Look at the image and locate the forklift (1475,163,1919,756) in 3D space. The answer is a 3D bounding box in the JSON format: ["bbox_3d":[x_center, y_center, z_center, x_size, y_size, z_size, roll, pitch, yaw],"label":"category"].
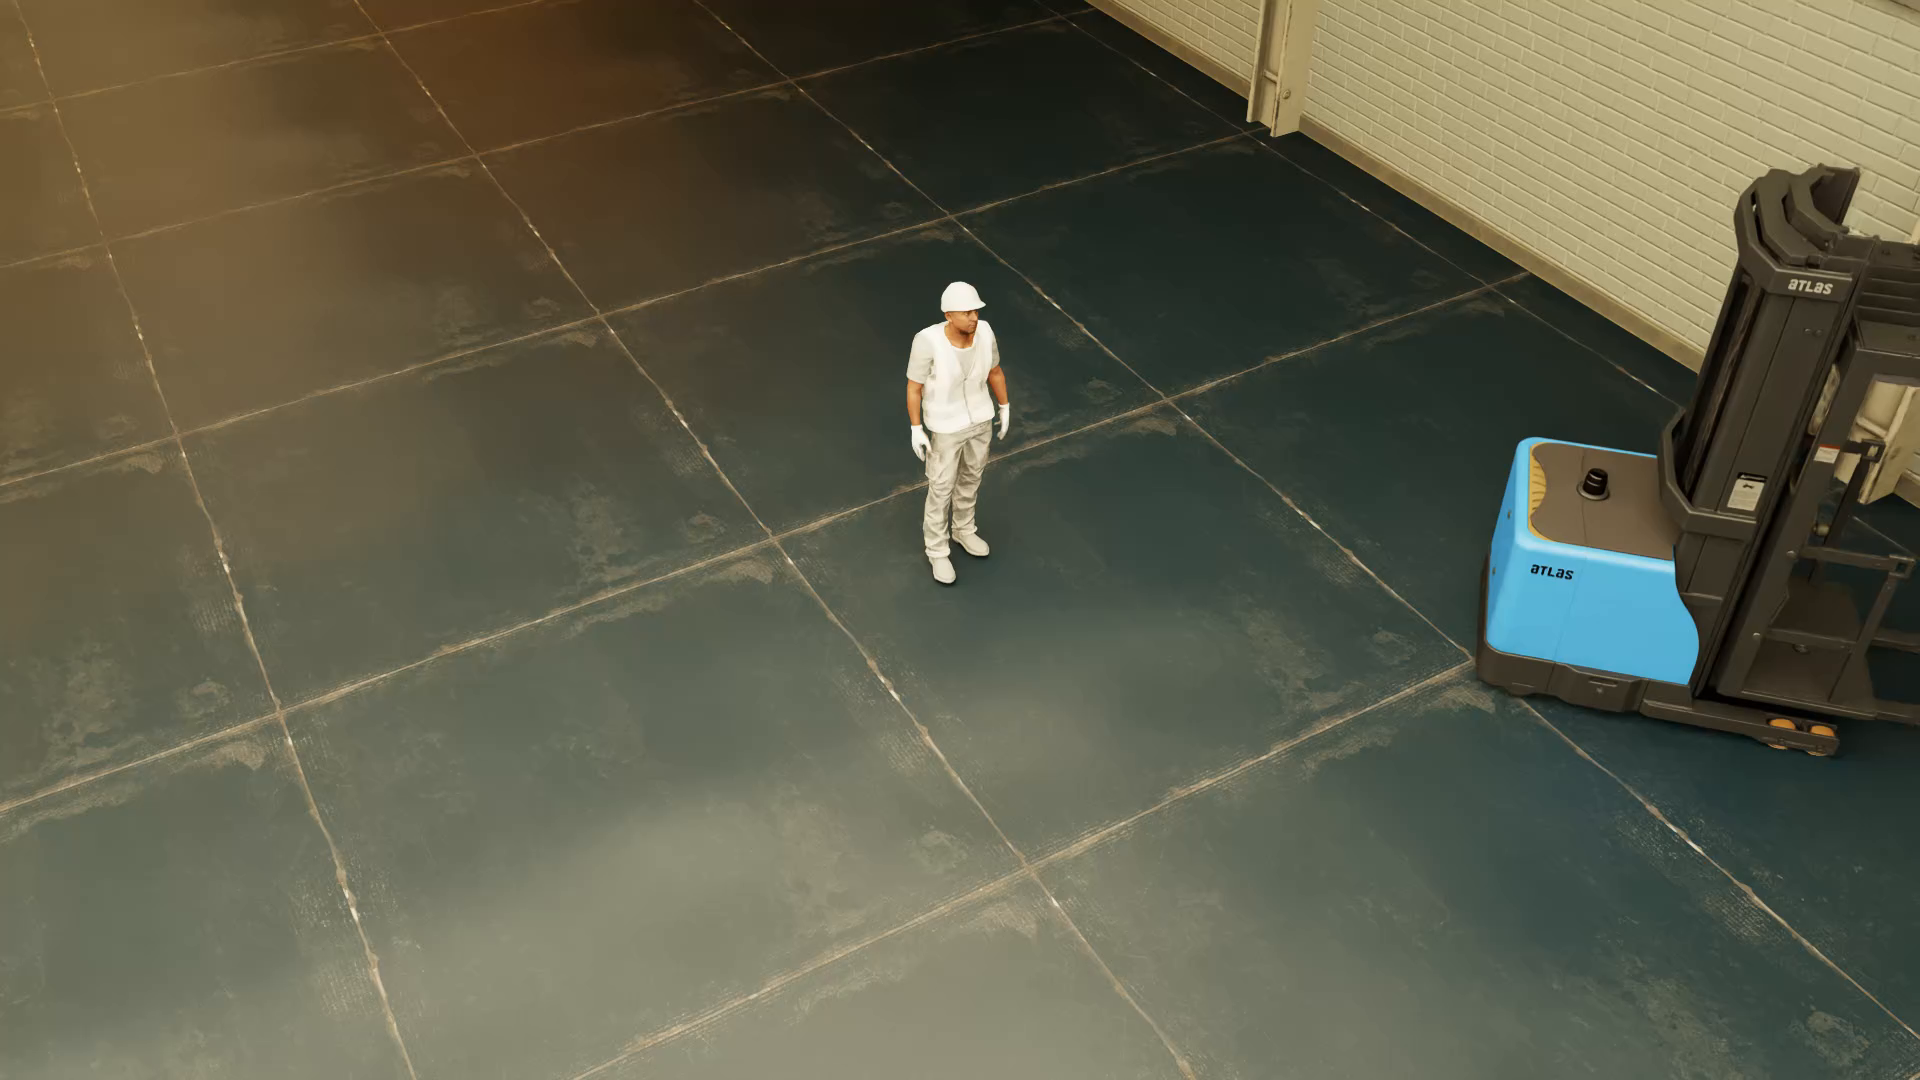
[{"bbox_3d":[4.469,-0.347,8.454,3.031,2.935,1.130,10,41,12],"label":"forklift"}]

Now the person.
[{"bbox_3d":[0.029,-0.647,9.708,0.657,1.779,0.575,-20,44,-23],"label":"person"}]
